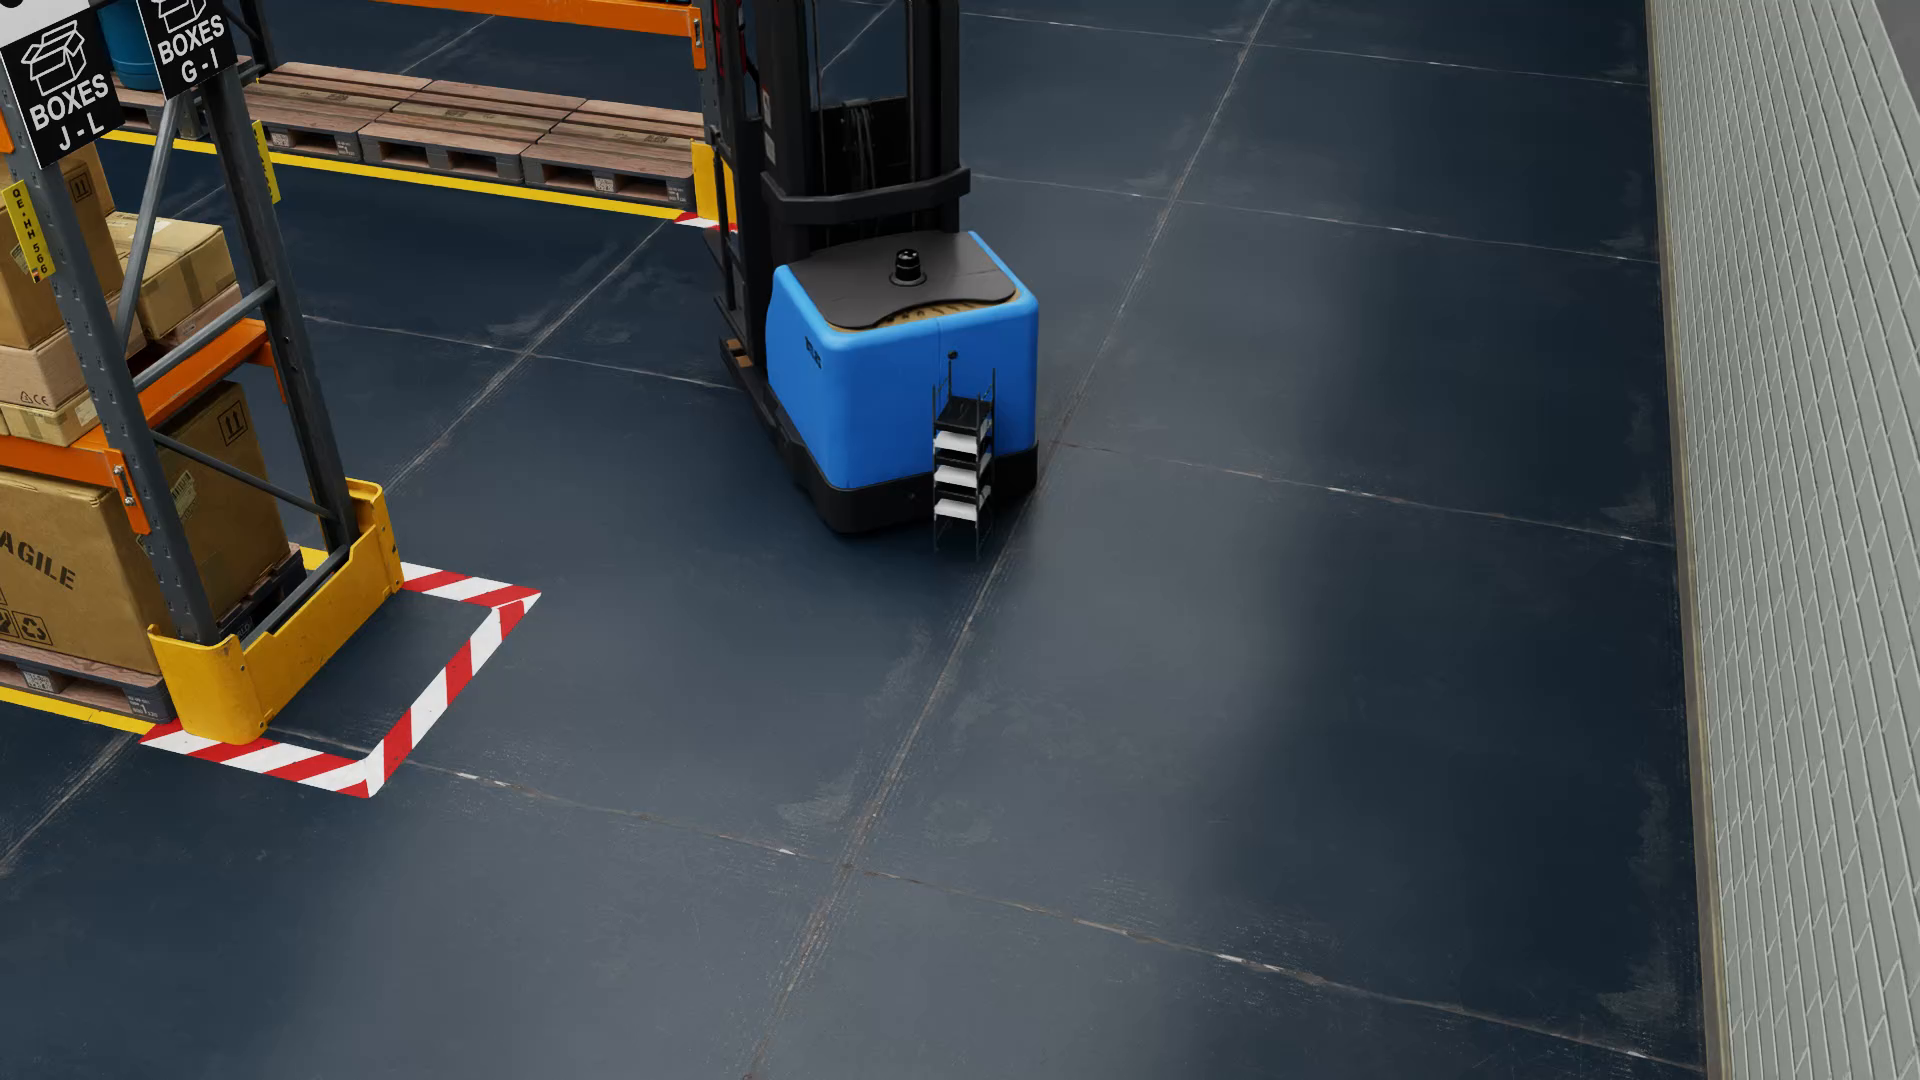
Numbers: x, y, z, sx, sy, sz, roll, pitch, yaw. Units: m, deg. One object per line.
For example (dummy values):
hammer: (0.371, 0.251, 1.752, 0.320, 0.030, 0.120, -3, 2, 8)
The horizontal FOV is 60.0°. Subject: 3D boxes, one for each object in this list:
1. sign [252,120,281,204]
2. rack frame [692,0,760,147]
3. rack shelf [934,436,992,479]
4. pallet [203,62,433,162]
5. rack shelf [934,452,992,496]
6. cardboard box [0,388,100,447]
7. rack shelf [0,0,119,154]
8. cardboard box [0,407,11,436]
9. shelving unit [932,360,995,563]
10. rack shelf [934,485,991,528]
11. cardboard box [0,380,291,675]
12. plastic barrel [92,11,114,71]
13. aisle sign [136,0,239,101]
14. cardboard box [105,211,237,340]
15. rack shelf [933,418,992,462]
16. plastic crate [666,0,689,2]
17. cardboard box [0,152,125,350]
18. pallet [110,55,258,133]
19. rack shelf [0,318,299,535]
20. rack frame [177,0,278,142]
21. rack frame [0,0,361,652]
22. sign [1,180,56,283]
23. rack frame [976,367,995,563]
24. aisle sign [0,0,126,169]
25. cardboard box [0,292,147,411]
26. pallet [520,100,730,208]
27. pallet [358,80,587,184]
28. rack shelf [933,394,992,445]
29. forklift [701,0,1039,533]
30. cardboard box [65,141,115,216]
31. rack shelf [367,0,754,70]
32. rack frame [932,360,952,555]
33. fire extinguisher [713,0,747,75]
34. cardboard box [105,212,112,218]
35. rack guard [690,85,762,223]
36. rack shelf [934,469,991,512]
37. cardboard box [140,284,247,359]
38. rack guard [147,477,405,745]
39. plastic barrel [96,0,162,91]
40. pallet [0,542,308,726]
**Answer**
sign: (-2.675, -1.437, 6.375, 0.005, 0.325, 0.100, 10, 38, 14)
rack frame: (-1.370, -3.546, 10.038, 0.127, 3.000, 1.000, 10, 38, 14)
rack shelf: (0.018, -0.388, 7.422, 0.200, 0.077, 0.258, 11, 38, 15)
pallet: (-4.474, -3.022, 11.678, 1.213, 0.211, 1.003, 10, 38, 14)
rack shelf: (0.018, -0.315, 7.475, 0.200, 0.077, 0.258, 11, 38, 15)
cardboard box: (-3.285, -0.519, 6.137, 0.250, 0.149, 0.380, 11, 38, 15)
rack shelf: (-4.756, -2.016, 6.035, 4.000, 0.370, 1.077, 10, 38, 14)
cardboard box: (-3.533, -0.564, 6.198, 0.250, 0.149, 0.380, 11, 38, 14)
shelving unit: (0.018, -0.342, 7.455, 0.210, 0.900, 0.258, 11, 38, 15)
rack shelf: (0.018, -0.170, 7.582, 0.200, 0.077, 0.258, 11, 38, 15)
cardboard box: (-3.481, -0.125, 6.828, 0.875, 0.875, 0.875, 10, 38, 14)
plastic barrel: (-6.378, -3.808, 11.810, 0.708, 0.901, 0.600, 10, 38, 14)
aisle sign: (-2.688, -1.948, 5.673, 0.004, 0.787, 0.394, 10, 38, 14)
cardboard box: (-3.224, -1.041, 6.509, 0.500, 0.250, 0.500, 10, 37, 13)
rack shelf: (0.018, -0.460, 7.368, 0.200, 0.077, 0.258, 11, 38, 15)
plastic crate: (-1.745, -3.538, 9.946, 0.499, 0.435, 0.616, 10, 38, 14)
cardboard box: (-3.390, -1.043, 5.879, 0.500, 0.500, 0.500, 11, 38, 14)
pallet: (-5.912, -3.290, 12.042, 1.213, 0.211, 1.003, 10, 38, 14)
rack shelf: (-4.756, -0.808, 6.924, 4.000, 0.370, 1.077, 10, 38, 14)
rack frame: (-5.188, -4.253, 10.998, 0.127, 3.000, 1.000, 10, 38, 14)
rack frame: (-2.847, -0.744, 6.230, 0.127, 3.000, 1.000, 10, 38, 14)
sign: (-3.022, -1.001, 5.403, 0.005, 0.325, 0.100, 10, 38, 14)
rack frame: (0.115, -0.323, 7.430, 0.006, 0.900, 0.240, 11, 38, 15)
aisle sign: (-2.867, -1.608, 5.212, 0.004, 0.787, 0.394, 10, 38, 14)
cardboard box: (-3.388, -0.739, 6.099, 0.500, 0.250, 0.500, 10, 38, 13)
pallet: (-2.145, -2.591, 11.092, 1.213, 0.211, 1.003, 10, 38, 14)
pallet: (-3.306, -2.808, 11.387, 1.213, 0.211, 1.003, 10, 38, 14)
rack shelf: (0.018, -0.533, 7.315, 0.200, 0.077, 0.258, 11, 38, 15)
forklift: (-0.652, -2.083, 8.107, 1.130, 2.935, 3.031, -13, 38, -18)
cardboard box: (-3.702, -1.431, 6.407, 0.500, 0.500, 0.500, 10, 37, 13)
rack shelf: (-3.279, -3.610, 10.731, 4.000, 0.370, 1.077, 10, 38, 14)
rack frame: (-0.078, -0.361, 7.481, 0.006, 0.900, 0.240, 11, 38, 15)
fire extinguisher: (-1.361, -3.081, 9.786, 0.183, 0.674, 0.296, 10, 38, 14)
cardboard box: (-3.722, -1.129, 6.629, 0.500, 0.250, 0.500, 10, 38, 13)
rack guard: (-1.343, -2.543, 10.783, 0.348, 0.500, 1.175, 10, 38, 14)
rack shelf: (0.018, -0.243, 7.529, 0.200, 0.077, 0.258, 11, 38, 15)
cardboard box: (-3.087, -0.892, 6.644, 0.250, 0.149, 0.380, 11, 38, 14)
rack guard: (-2.824, 0.267, 6.965, 0.348, 0.500, 1.175, 10, 38, 14)
plastic barrel: (-5.702, -3.683, 11.640, 0.708, 0.901, 0.600, 10, 38, 14)
pallet: (-3.633, 0.282, 7.189, 1.213, 0.211, 1.003, 10, 38, 14)
